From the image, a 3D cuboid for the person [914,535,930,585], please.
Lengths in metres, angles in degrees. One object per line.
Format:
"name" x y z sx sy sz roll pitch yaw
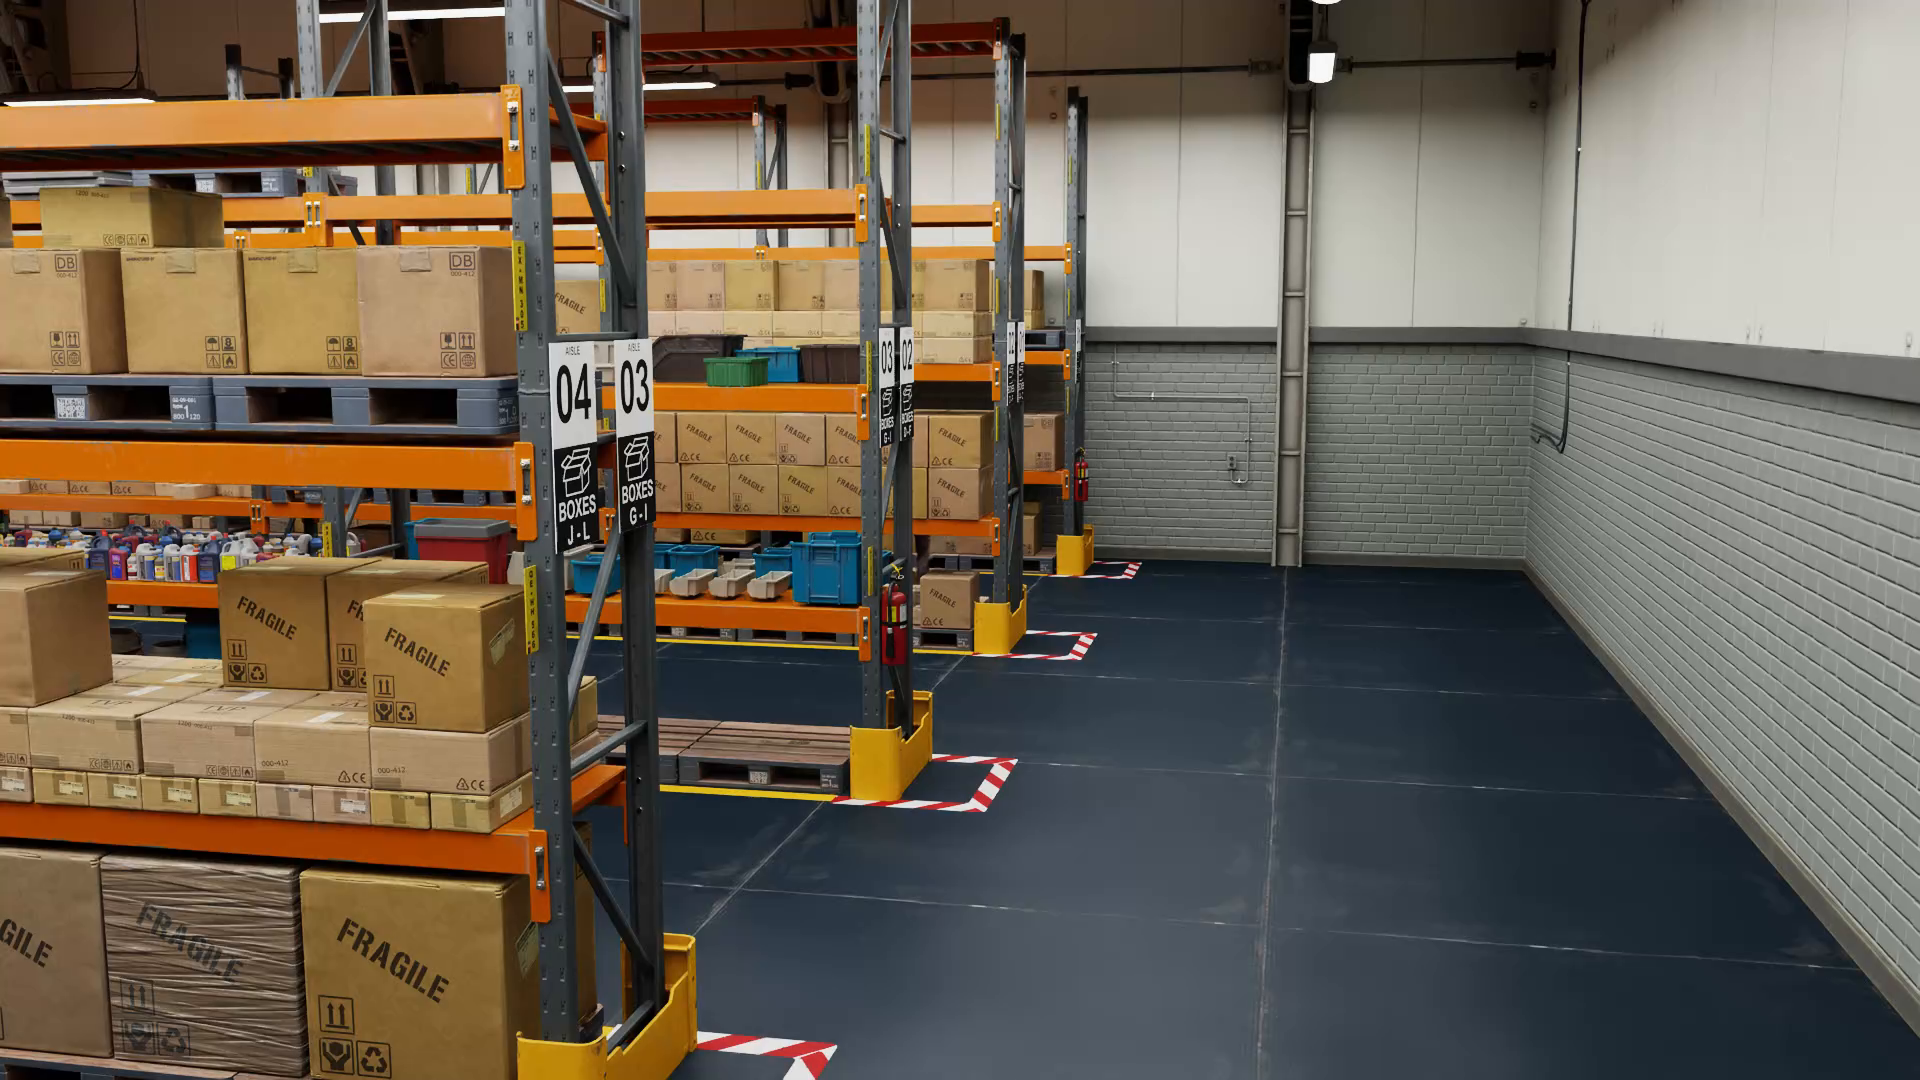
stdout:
"person" -0.567 -0.187 19.275 0.531 1.715 0.361 2 8 13
